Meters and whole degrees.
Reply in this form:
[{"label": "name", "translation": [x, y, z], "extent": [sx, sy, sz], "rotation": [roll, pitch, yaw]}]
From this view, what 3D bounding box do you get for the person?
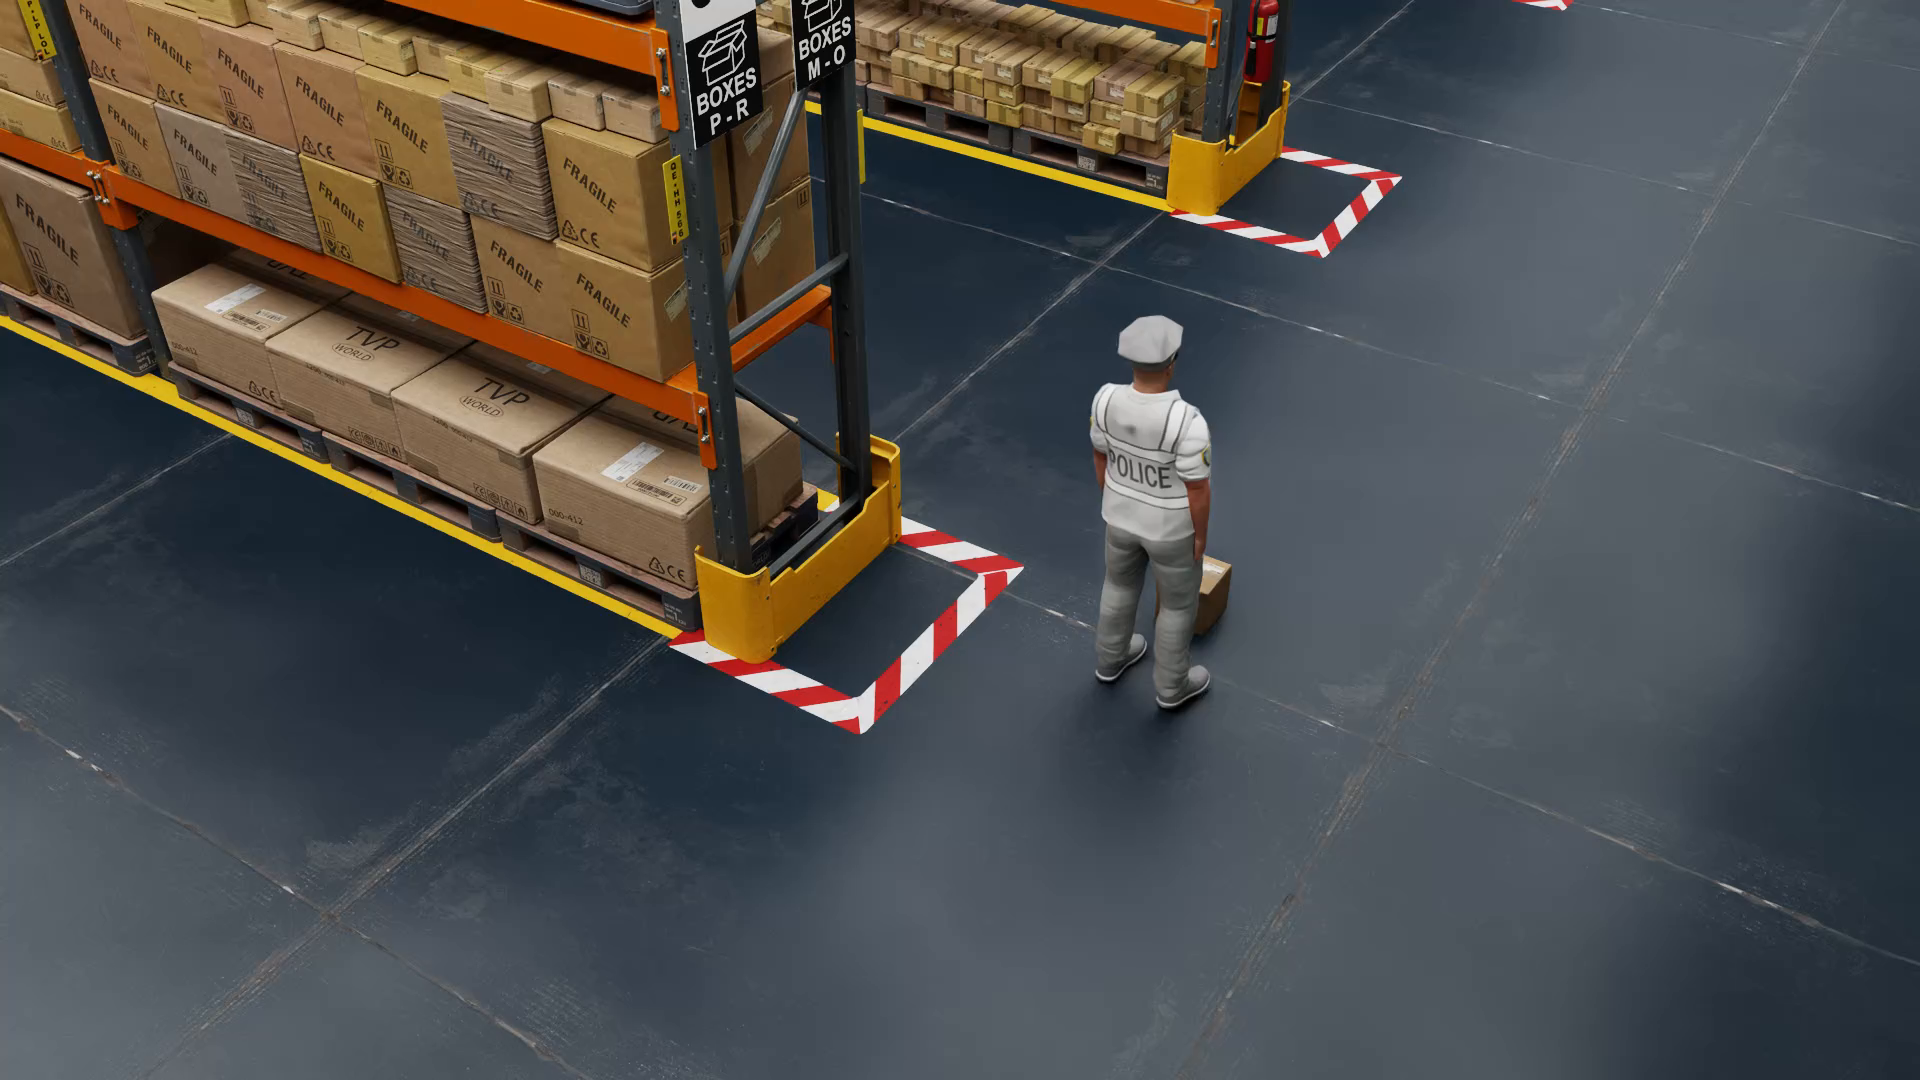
[{"label": "person", "translation": [0.796, -0.101, 6.796], "extent": [0.585, 1.769, 0.394], "rotation": [22, 43, 26]}]
